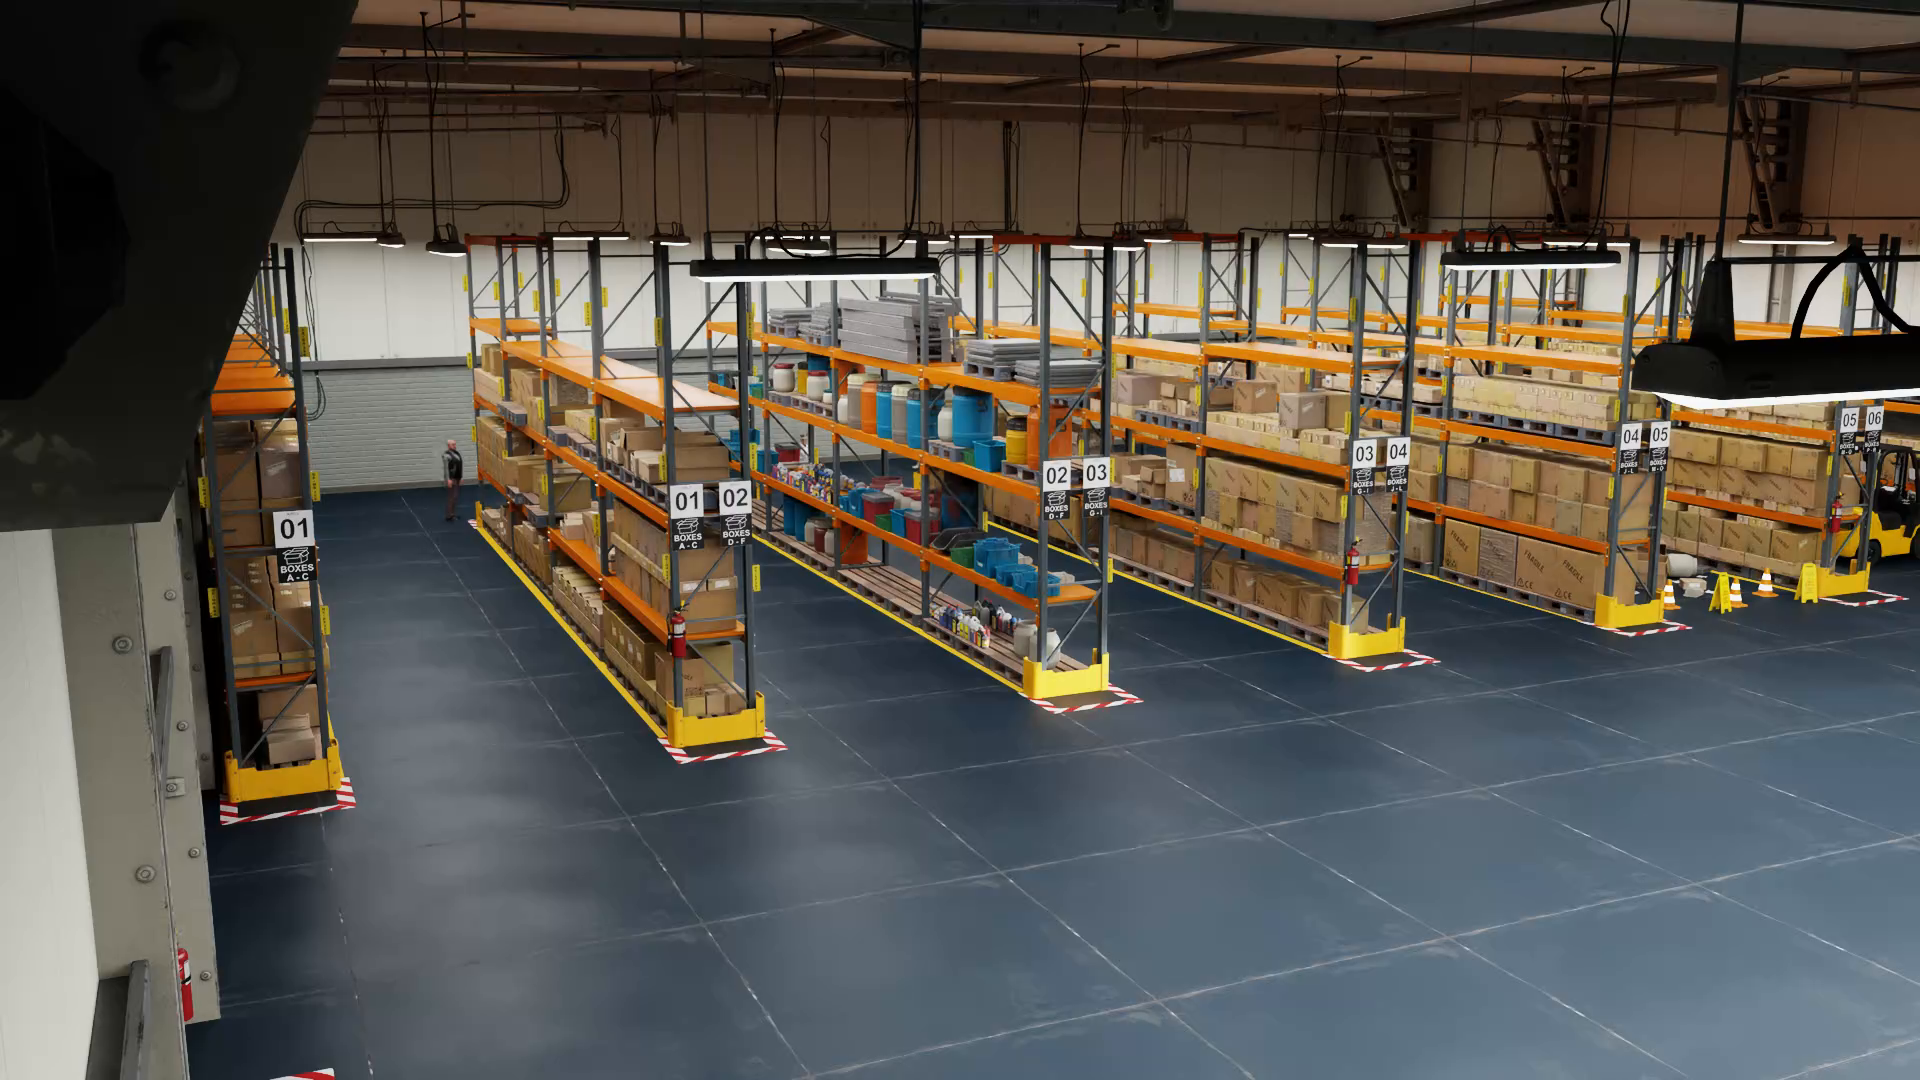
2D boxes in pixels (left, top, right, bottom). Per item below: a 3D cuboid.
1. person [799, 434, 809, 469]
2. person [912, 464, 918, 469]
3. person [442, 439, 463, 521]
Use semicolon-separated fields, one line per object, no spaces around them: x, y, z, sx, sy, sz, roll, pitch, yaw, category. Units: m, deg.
-3.403;-1.510;36.549;0.381;1.687;0.508;7;13;31;person
-0.756;-2.690;42.383;1.041;1.756;0.624;-9;14;-39;person
-10.736;-1.273;35.230;0.399;1.733;0.613;0;11;0;person
